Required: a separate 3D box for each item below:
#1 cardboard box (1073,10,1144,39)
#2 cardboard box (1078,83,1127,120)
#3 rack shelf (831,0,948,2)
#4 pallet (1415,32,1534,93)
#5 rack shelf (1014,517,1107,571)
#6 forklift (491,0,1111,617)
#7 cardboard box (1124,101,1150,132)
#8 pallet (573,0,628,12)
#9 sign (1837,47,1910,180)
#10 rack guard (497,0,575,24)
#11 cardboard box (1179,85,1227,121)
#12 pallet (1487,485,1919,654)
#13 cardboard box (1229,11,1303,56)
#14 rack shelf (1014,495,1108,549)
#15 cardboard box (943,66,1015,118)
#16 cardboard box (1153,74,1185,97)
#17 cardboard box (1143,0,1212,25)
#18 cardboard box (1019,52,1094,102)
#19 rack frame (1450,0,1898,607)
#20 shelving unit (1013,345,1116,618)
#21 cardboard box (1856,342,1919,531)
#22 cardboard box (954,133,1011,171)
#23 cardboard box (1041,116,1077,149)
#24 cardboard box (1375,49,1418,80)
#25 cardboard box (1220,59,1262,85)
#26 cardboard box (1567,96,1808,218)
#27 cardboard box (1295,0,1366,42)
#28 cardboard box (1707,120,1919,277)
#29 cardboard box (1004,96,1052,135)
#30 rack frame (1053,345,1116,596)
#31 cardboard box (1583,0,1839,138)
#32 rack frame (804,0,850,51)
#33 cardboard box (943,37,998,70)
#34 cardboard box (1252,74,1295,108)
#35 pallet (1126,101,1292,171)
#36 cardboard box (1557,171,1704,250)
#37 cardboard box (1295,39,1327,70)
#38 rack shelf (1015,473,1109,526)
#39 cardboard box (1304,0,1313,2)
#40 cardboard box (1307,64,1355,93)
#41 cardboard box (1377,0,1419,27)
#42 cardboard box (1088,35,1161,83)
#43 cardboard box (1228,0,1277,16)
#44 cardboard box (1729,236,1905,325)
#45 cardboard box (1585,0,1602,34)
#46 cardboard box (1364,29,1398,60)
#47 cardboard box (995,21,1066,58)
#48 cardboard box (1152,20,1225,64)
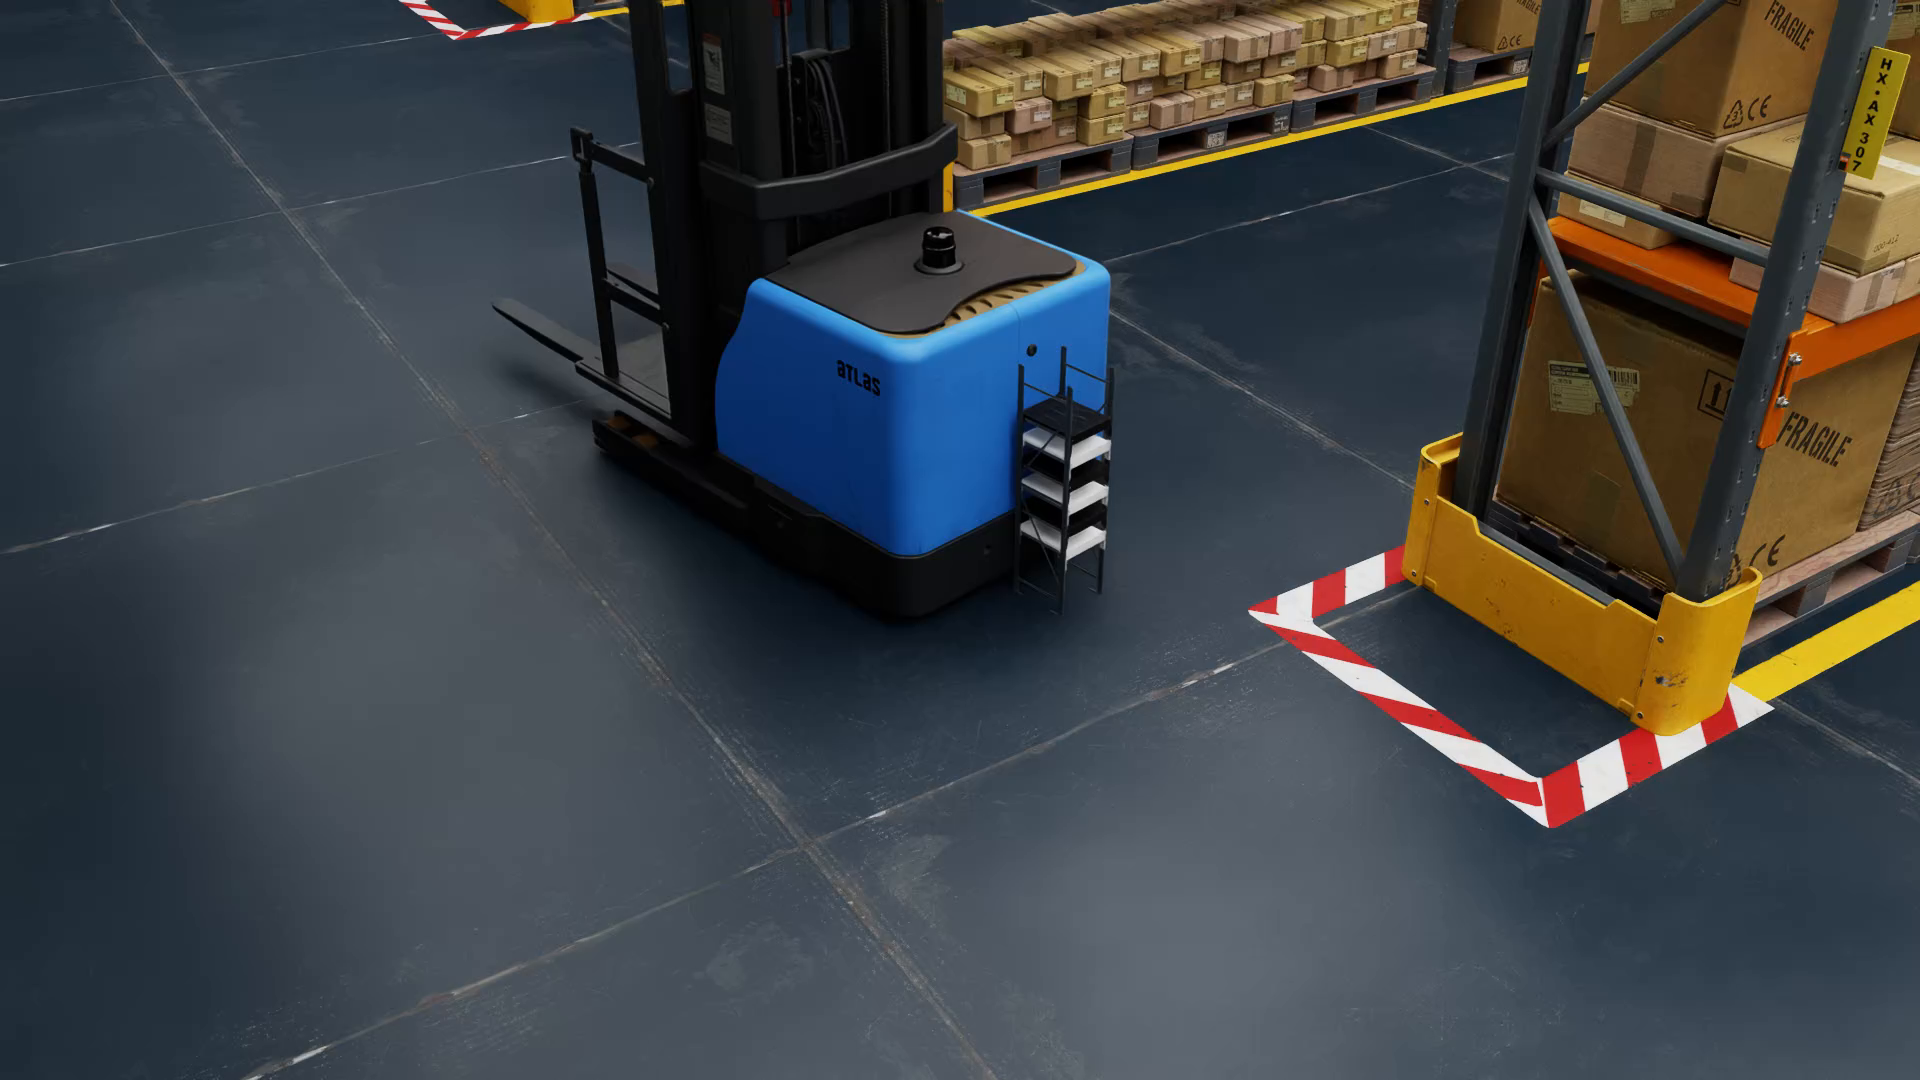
[{"bbox_3d":[0.890,-3.050,9.994,0.250,0.149,0.380,-20,38,-29],"label":"cardboard box"},{"bbox_3d":[0.734,-2.529,9.448,0.250,0.149,0.380,-18,36,-26],"label":"cardboard box"},{"bbox_3d":[1.143,-3.479,9.629,4.000,0.370,1.077,-19,37,-27],"label":"rack shelf"},{"bbox_3d":[3.478,-3.408,11.455,1.213,0.211,1.003,-19,37,-27],"label":"pallet"},{"bbox_3d":[0.350,-0.011,5.822,0.200,0.077,0.258,-27,41,-36],"label":"rack shelf"},{"bbox_3d":[-0.843,-1.669,6.148,1.130,2.935,3.031,-27,41,-36],"label":"forklift"},{"bbox_3d":[0.893,-2.514,9.702,0.250,0.149,0.380,-19,37,-27],"label":"cardboard box"},{"bbox_3d":[-2.675,-4.483,13.159,1.213,0.211,1.003,-19,37,-27],"label":"pallet"},{"bbox_3d":[2.360,-1.101,4.299,0.005,0.325,0.100,-19,37,-27],"label":"sign"},{"bbox_3d":[-3.325,-4.332,12.649,0.348,0.500,1.175,-19,37,-27],"label":"rack guard"},{"bbox_3d":[1.369,-2.638,9.900,0.250,0.149,0.380,-19,37,-27],"label":"cardboard box"},{"bbox_3d":[2.694,-0.039,6.114,1.213,0.211,1.003,-19,37,-27],"label":"pallet"},{"bbox_3d":[1.829,-3.039,9.977,0.250,0.149,0.380,-21,38,-30],"label":"cardboard box"},{"bbox_3d":[0.351,-0.087,5.774,0.200,0.077,0.258,-27,41,-36],"label":"rack shelf"},{"bbox_3d":[0.086,-2.428,9.009,0.250,0.149,0.380,-21,38,-29],"label":"cardboard box"},{"bbox_3d":[1.111,-2.746,9.791,0.250,0.149,0.380,-17,36,-25],"label":"cardboard box"},{"bbox_3d":[1.323,-3.192,10.220,0.250,0.149,0.380,-21,38,-29],"label":"cardboard box"},{"bbox_3d":[0.534,-2.577,9.245,0.250,0.149,0.380,-19,37,-27],"label":"cardboard box"},{"bbox_3d":[2.064,-0.952,4.948,0.127,3.000,1.000,-19,37,-27],"label":"rack frame"},{"bbox_3d":[0.351,-0.191,5.708,0.210,0.900,0.258,-27,41,-36],"label":"shelving unit"},{"bbox_3d":[3.324,-0.715,6.170,0.875,0.875,0.875,-19,37,-27],"label":"cardboard box"},{"bbox_3d":[0.076,-2.185,9.181,0.250,0.149,0.380,-18,37,-26],"label":"cardboard box"},{"bbox_3d":[0.456,-2.373,9.478,0.250,0.149,0.380,-19,37,-27],"label":"cardboard box"},{"bbox_3d":[2.679,-3.068,10.580,0.250,0.149,0.380,-18,37,-27],"label":"cardboard box"},{"bbox_3d":[1.591,-2.877,10.000,0.250,0.149,0.380,-21,38,-29],"label":"cardboard box"},{"bbox_3d":[2.328,-1.274,5.319,0.500,0.250,0.500,-20,37,-28],"label":"cardboard box"},{"bbox_3d":[2.267,-3.199,10.231,0.250,0.149,0.380,-19,37,-28],"label":"cardboard box"},{"bbox_3d":[2.614,-1.032,4.937,0.500,0.250,0.500,-20,37,-28],"label":"cardboard box"},{"bbox_3d":[0.302,-2.393,9.232,0.250,0.149,0.380,-19,37,-27],"label":"cardboard box"},{"bbox_3d":[0.424,-0.228,5.768,0.006,0.900,0.240,-27,41,-36],"label":"rack frame"},{"bbox_3d":[2.331,-1.590,5.119,0.500,0.500,0.500,-18,37,-27],"label":"cardboard box"},{"bbox_3d":[-0.538,-3.206,8.520,0.127,3.000,1.000,-19,37,-27],"label":"rack frame"},{"bbox_3d":[0.012,-2.743,9.507,0.250,0.149,0.380,-18,37,-26],"label":"cardboard box"},{"bbox_3d":[1.809,-2.768,10.105,0.250,0.149,0.380,-19,37,-27],"label":"cardboard box"},{"bbox_3d":[1.252,-2.618,10.202,1.213,0.211,1.003,-19,37,-27],"label":"pallet"},{"bbox_3d":[2.185,-1.096,5.412,0.250,0.149,0.380,-18,37,-26],"label":"cardboard box"},{"bbox_3d":[2.031,-3.028,10.239,0.250,0.149,0.380,-19,37,-27],"label":"cardboard box"},{"bbox_3d":[0.351,-0.163,5.726,0.200,0.077,0.258,-27,41,-36],"label":"rack shelf"},{"bbox_3d":[2.159,-3.526,10.748,0.250,0.149,0.380,-17,36,-25],"label":"cardboard box"},{"bbox_3d":[2.228,-2.925,10.353,0.250,0.149,0.380,-20,38,-29],"label":"cardboard box"},{"bbox_3d":[2.666,-3.366,10.495,0.250,0.149,0.380,-18,36,-26],"label":"cardboard box"},{"bbox_3d":[0.936,-2.762,9.538,0.250,0.149,0.380,-17,36,-25],"label":"cardboard box"},{"bbox_3d":[1.766,-3.345,10.462,0.250,0.149,0.380,-20,37,-28],"label":"cardboard box"},{"bbox_3d":[2.542,-0.801,4.943,0.250,0.149,0.380,-19,37,-27],"label":"cardboard box"},{"bbox_3d":[4.032,-3.731,11.302,0.500,0.500,0.500,-17,36,-25],"label":"cardboard box"},{"bbox_3d":[2.511,-3.142,10.419,0.250,0.149,0.380,-21,38,-29],"label":"cardboard box"},{"bbox_3d":[0.413,-2.921,9.790,0.250,0.149,0.380,-21,38,-29],"label":"cardboard box"},{"bbox_3d":[1.341,-2.933,9.809,0.250,0.149,0.380,-19,37,-27],"label":"cardboard box"}]
